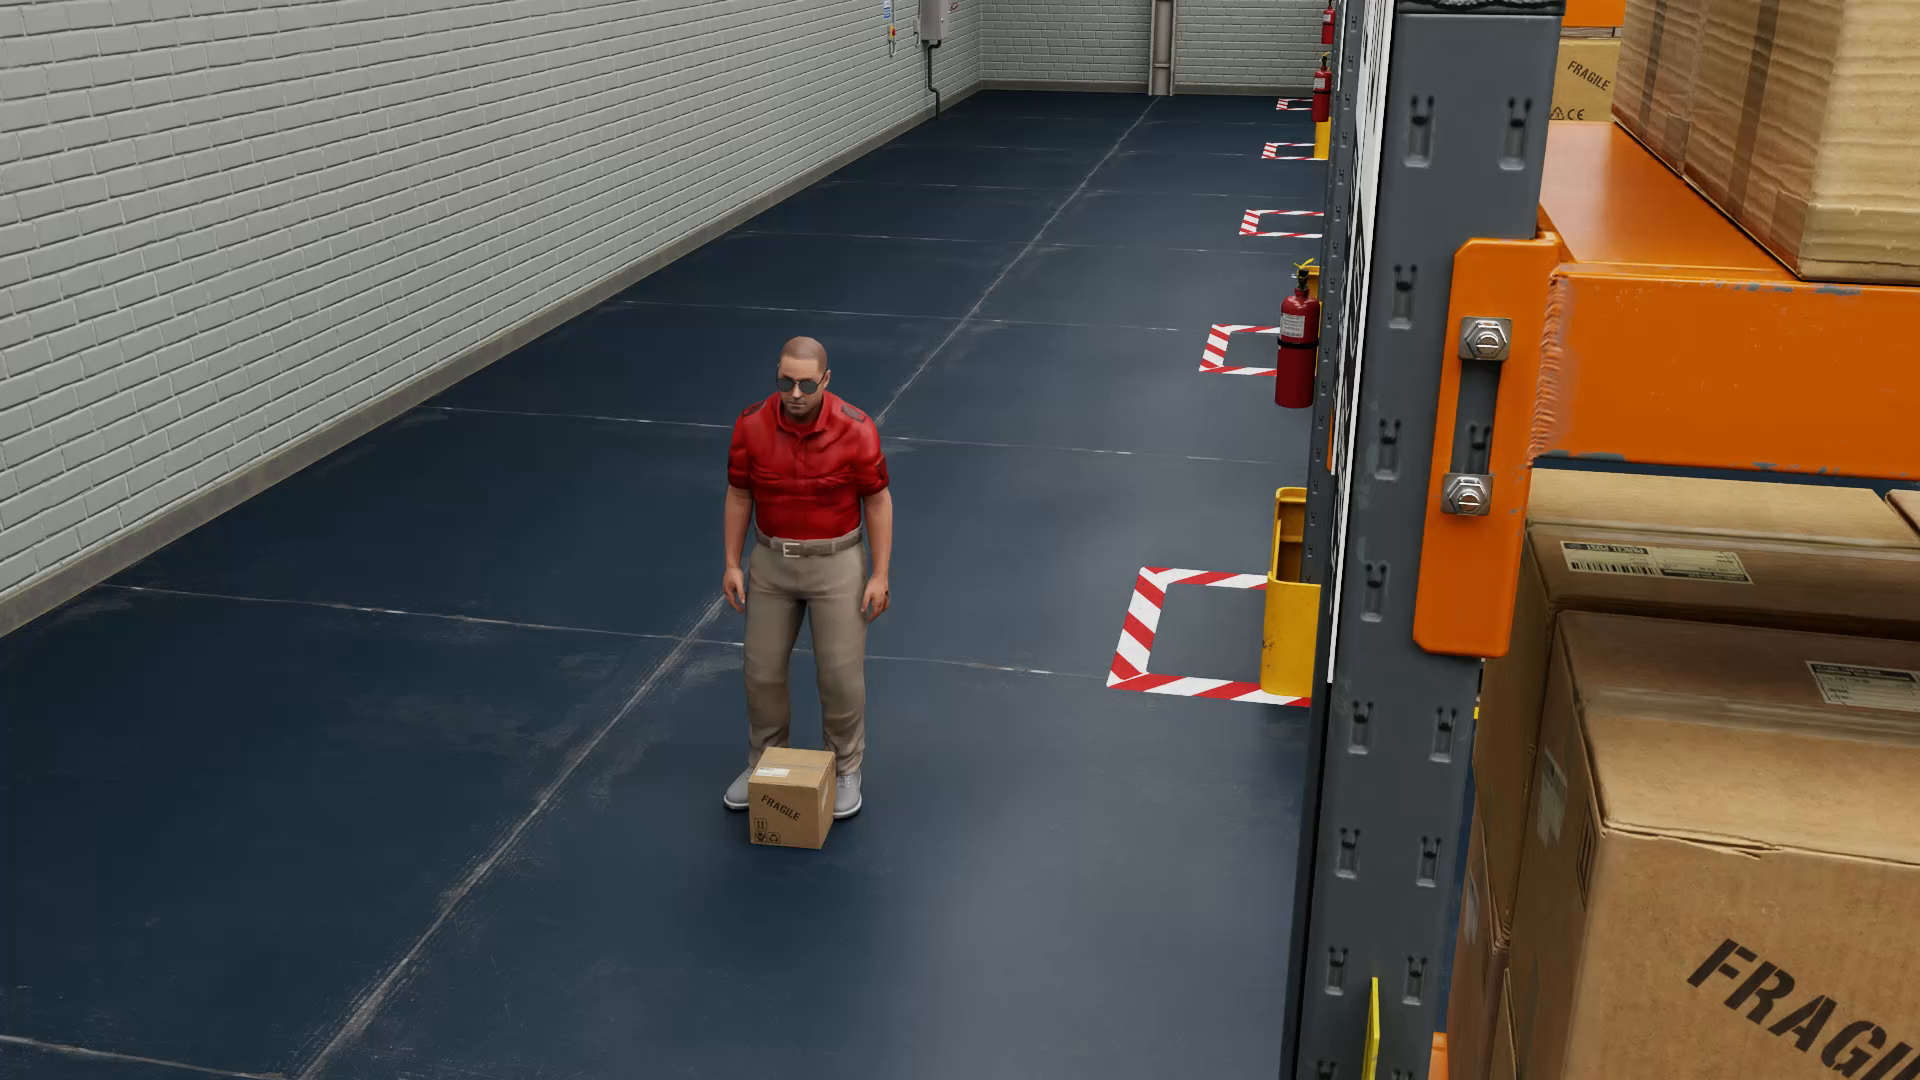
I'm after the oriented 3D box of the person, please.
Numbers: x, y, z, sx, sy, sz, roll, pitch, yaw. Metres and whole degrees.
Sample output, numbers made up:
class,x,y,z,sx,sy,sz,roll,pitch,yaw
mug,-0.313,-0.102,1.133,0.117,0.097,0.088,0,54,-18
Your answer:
class,x,y,z,sx,sy,sz,roll,pitch,yaw
person,-0.538,0.122,5.793,0.606,1.726,0.393,3,22,8
